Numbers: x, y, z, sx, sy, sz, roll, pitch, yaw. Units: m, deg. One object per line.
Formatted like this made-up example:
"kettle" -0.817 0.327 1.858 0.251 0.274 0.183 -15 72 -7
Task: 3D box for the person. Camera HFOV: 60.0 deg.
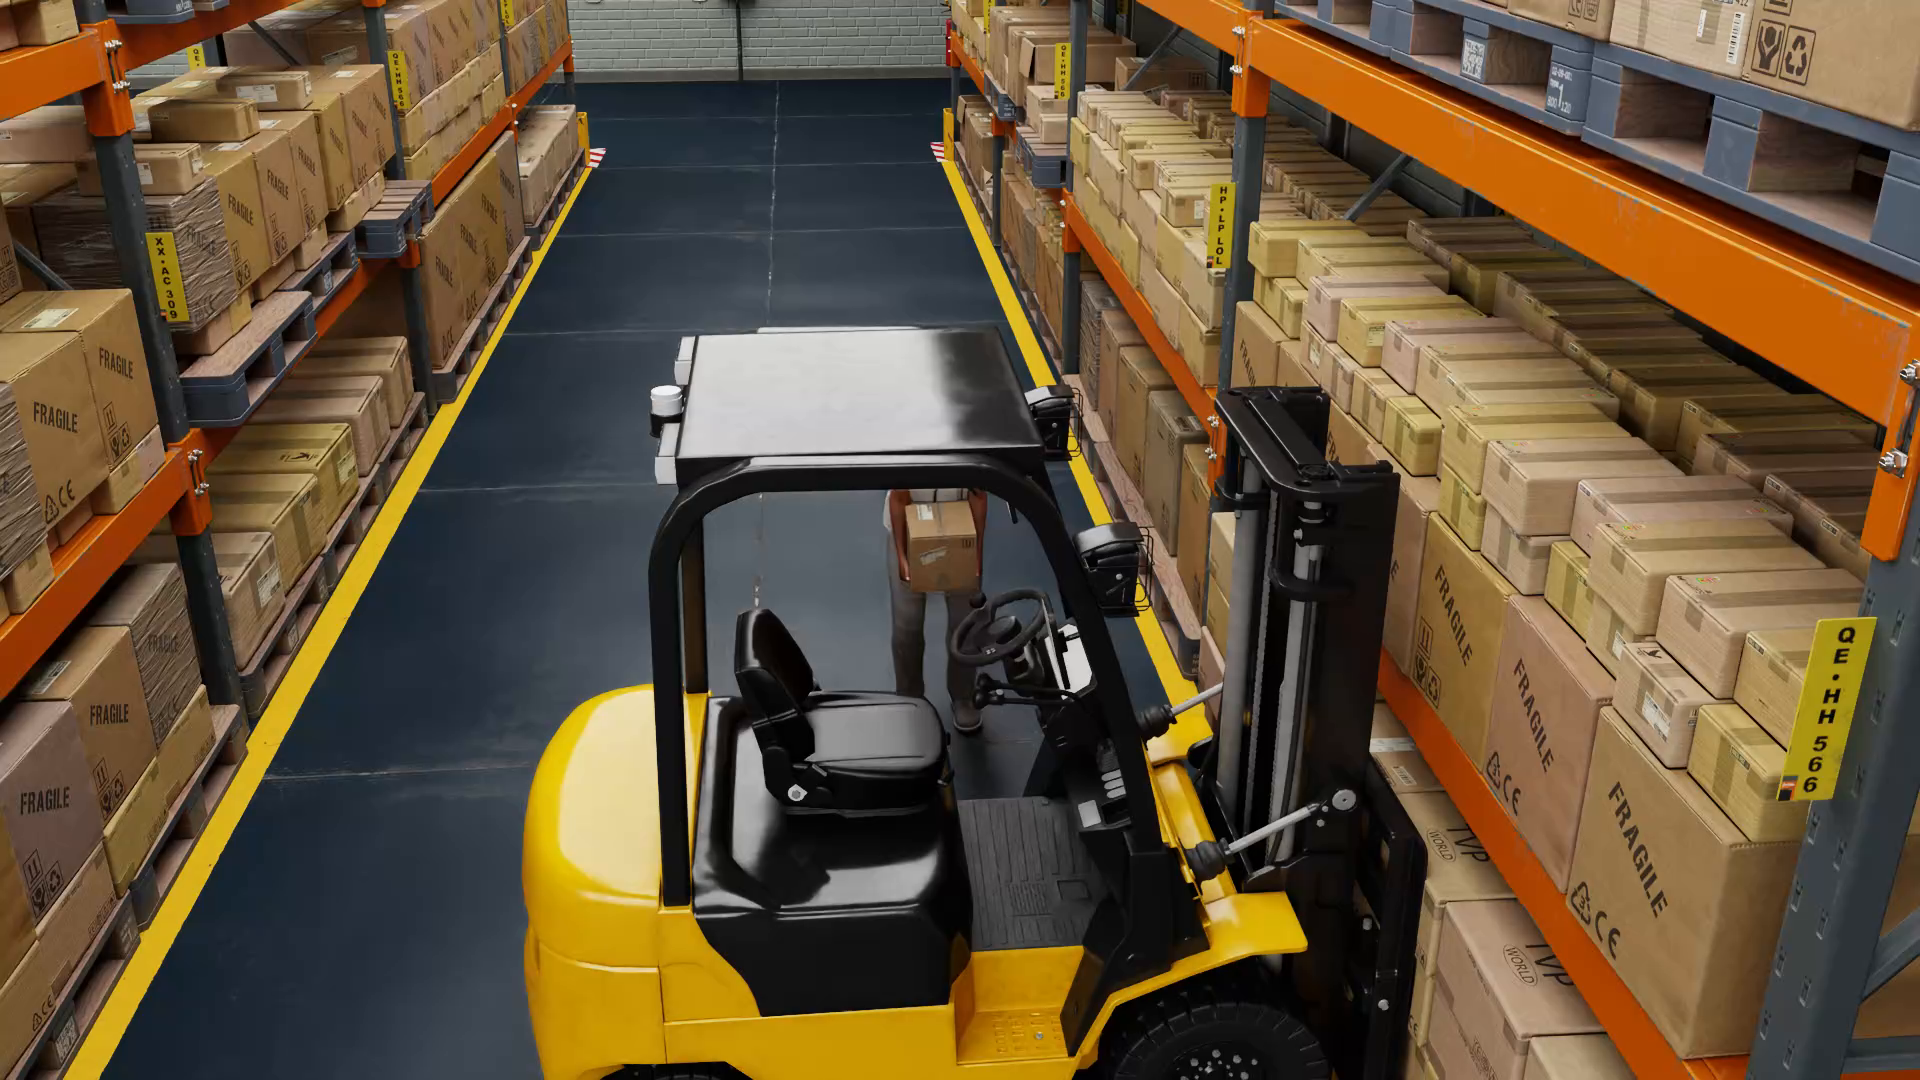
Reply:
"person" -0.088 0.012 6.582 0.416 1.665 0.539 -3 24 -6
